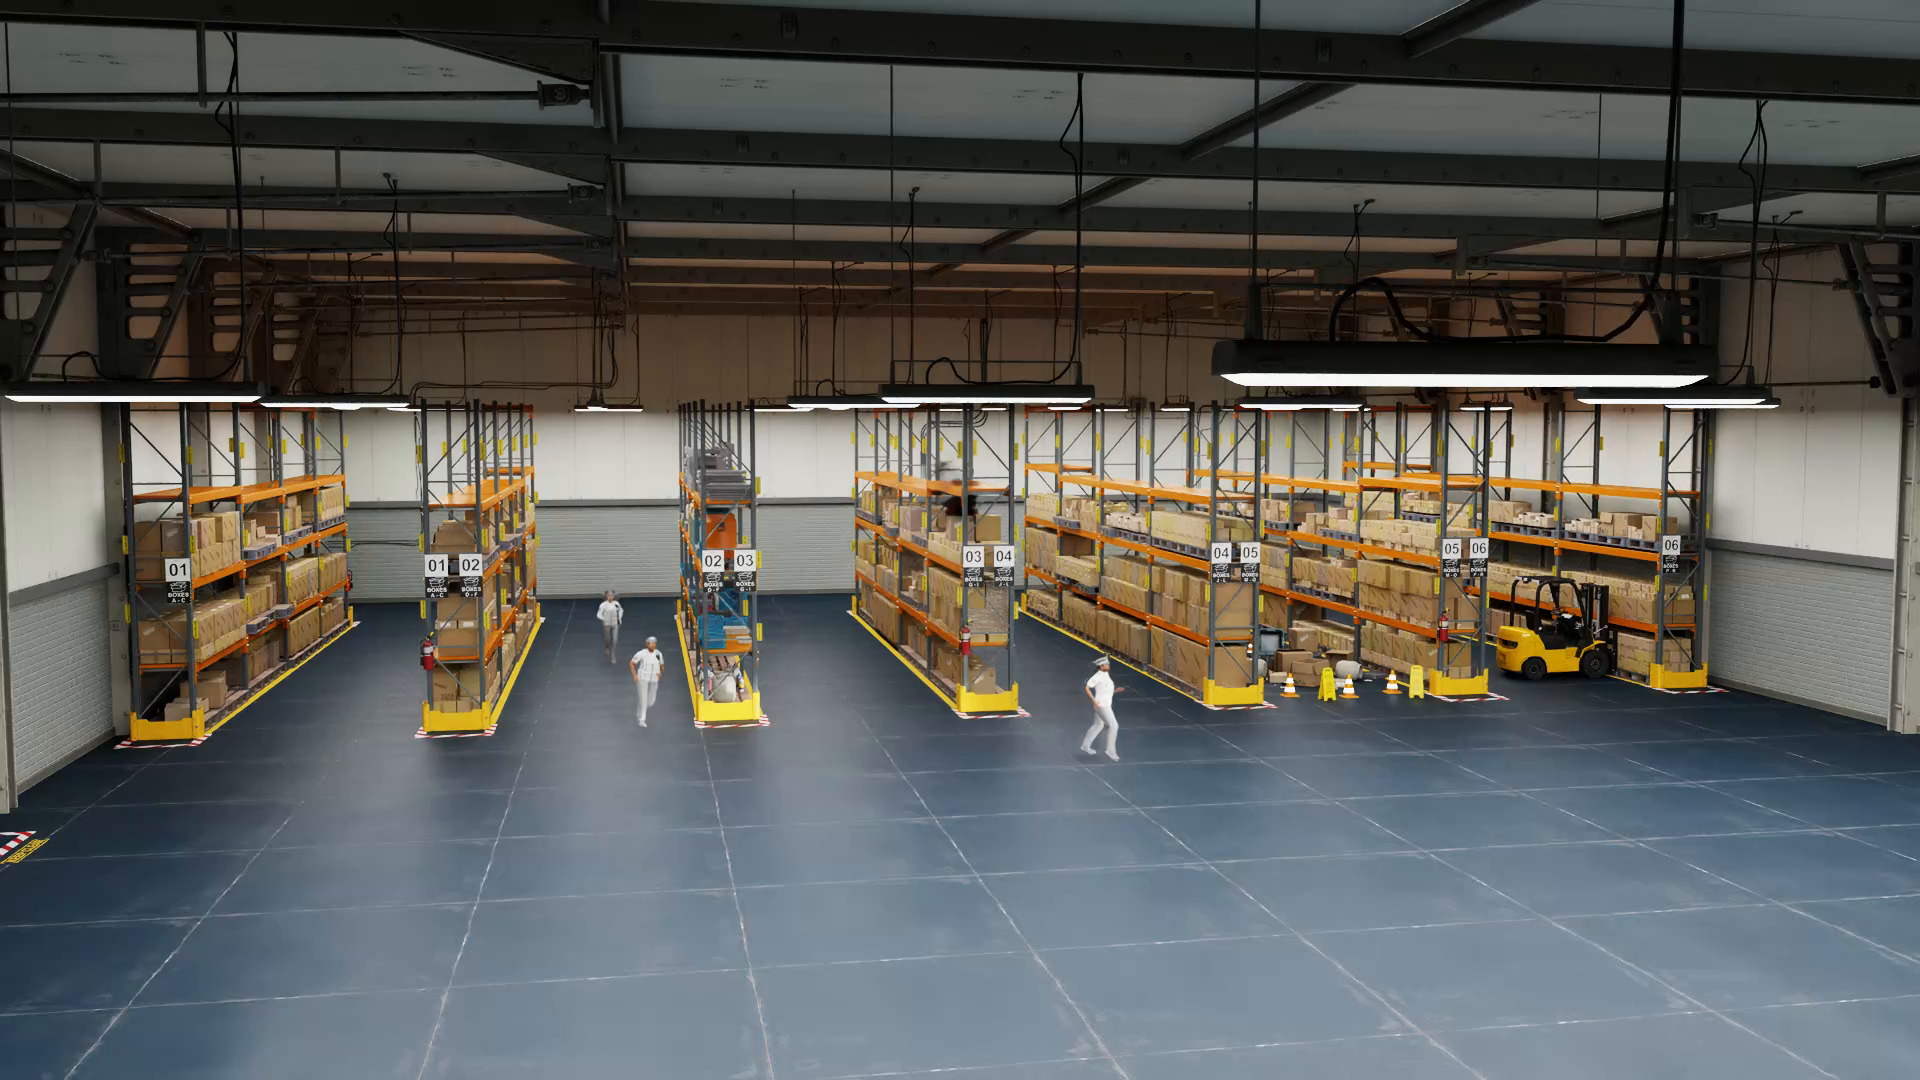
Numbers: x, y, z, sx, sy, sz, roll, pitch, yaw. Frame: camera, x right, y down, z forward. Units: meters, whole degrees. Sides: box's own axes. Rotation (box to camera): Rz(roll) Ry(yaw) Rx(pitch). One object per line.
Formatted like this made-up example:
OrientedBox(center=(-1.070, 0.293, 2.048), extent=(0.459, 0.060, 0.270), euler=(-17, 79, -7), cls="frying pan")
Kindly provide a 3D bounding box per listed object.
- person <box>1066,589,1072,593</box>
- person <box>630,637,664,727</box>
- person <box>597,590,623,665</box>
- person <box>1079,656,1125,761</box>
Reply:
OrientedBox(center=(3.372, 1.140, 49.646), extent=(0.948, 1.648, 0.641), euler=(4, 6, 43), cls="person")
OrientedBox(center=(-5.802, 2.616, 30.854), extent=(0.639, 1.630, 0.683), euler=(-2, 5, -29), cls="person")
OrientedBox(center=(-8.081, 1.986, 38.484), extent=(0.617, 1.700, 0.882), euler=(-2, 5, -20), cls="person")
OrientedBox(center=(2.355, 2.794, 27.630), extent=(0.770, 1.758, 0.546), euler=(1, 4, 13), cls="person")
